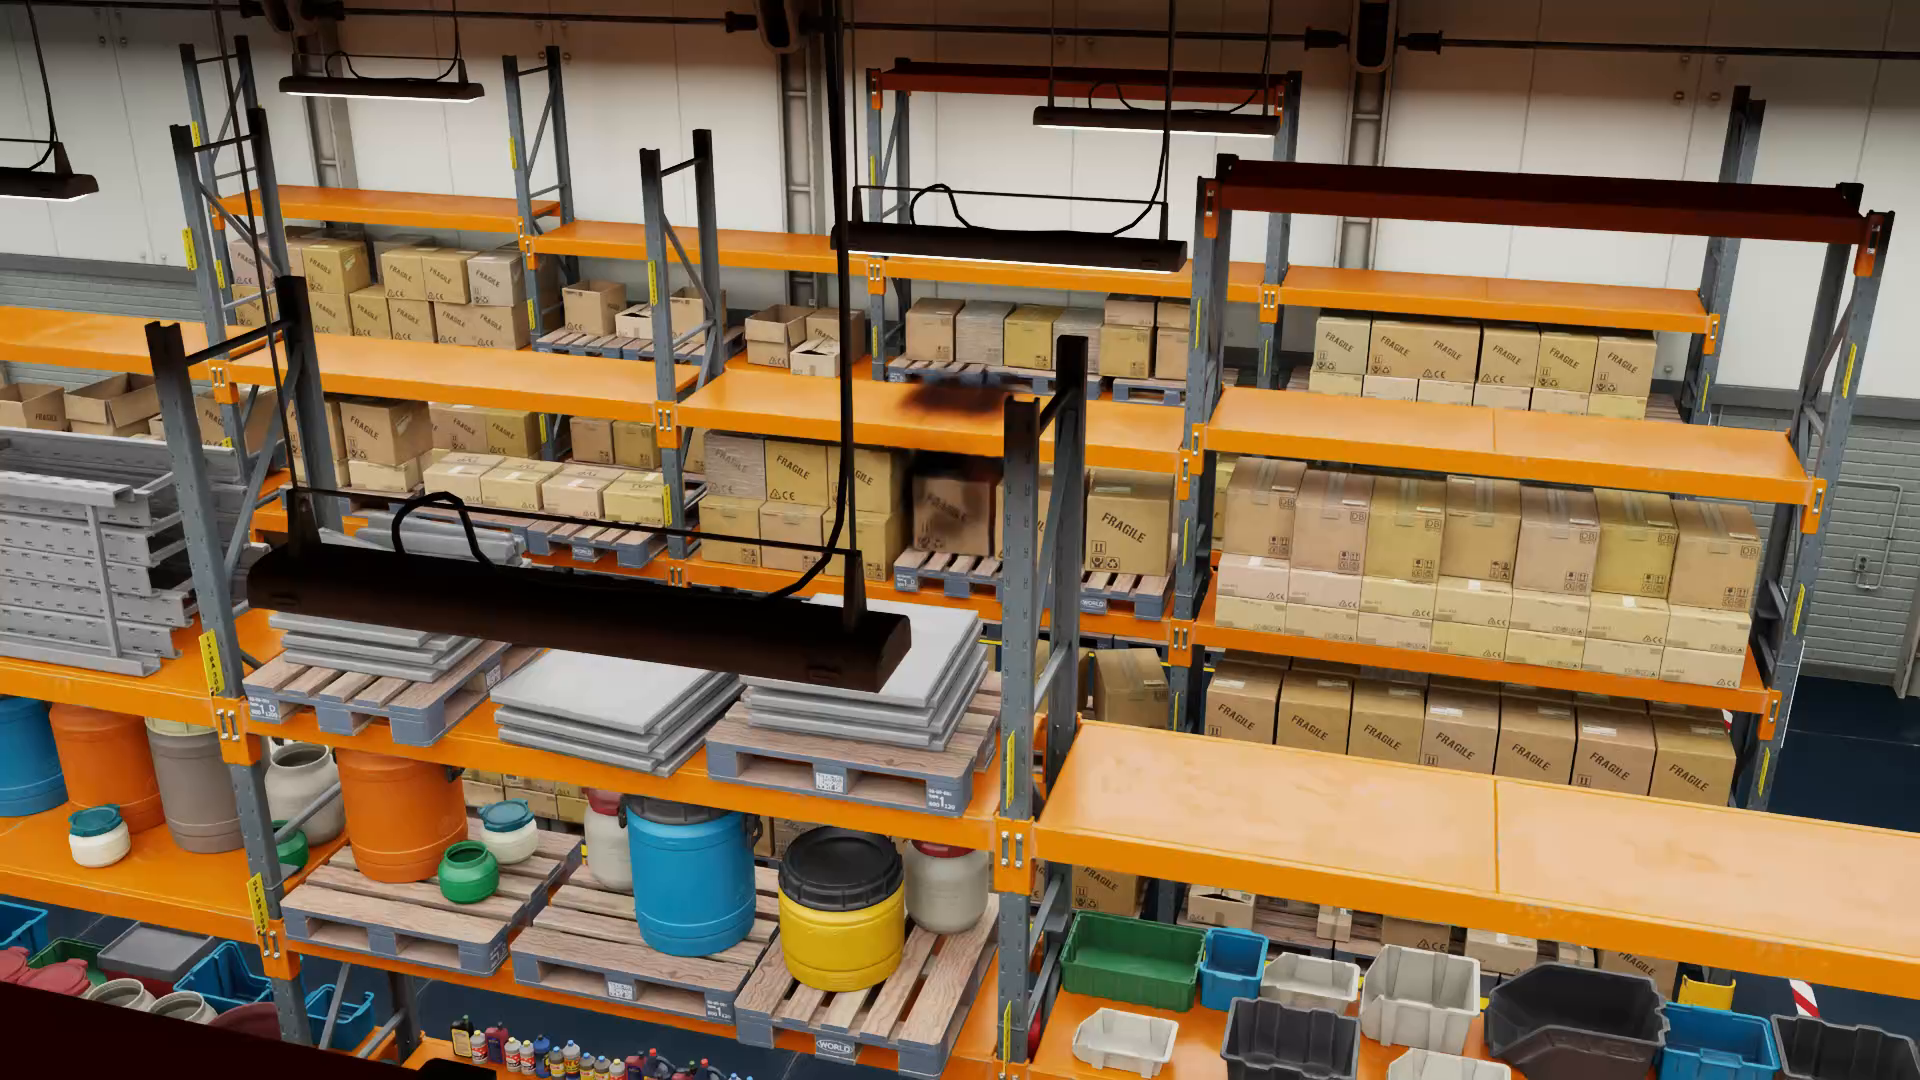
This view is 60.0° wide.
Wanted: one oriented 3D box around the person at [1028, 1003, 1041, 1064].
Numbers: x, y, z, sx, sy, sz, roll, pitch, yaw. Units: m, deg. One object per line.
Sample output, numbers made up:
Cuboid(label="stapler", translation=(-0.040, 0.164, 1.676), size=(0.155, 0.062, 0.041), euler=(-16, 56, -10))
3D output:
Cuboid(label="person", translation=(0.506, 3.407, 10.236), size=(0.597, 1.722, 0.399), euler=(3, 23, 8))

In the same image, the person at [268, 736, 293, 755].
Cuboid(label="person", translation=(-5.616, 2.063, 13.551), size=(0.567, 1.732, 1.071), euler=(-17, 28, -35))
